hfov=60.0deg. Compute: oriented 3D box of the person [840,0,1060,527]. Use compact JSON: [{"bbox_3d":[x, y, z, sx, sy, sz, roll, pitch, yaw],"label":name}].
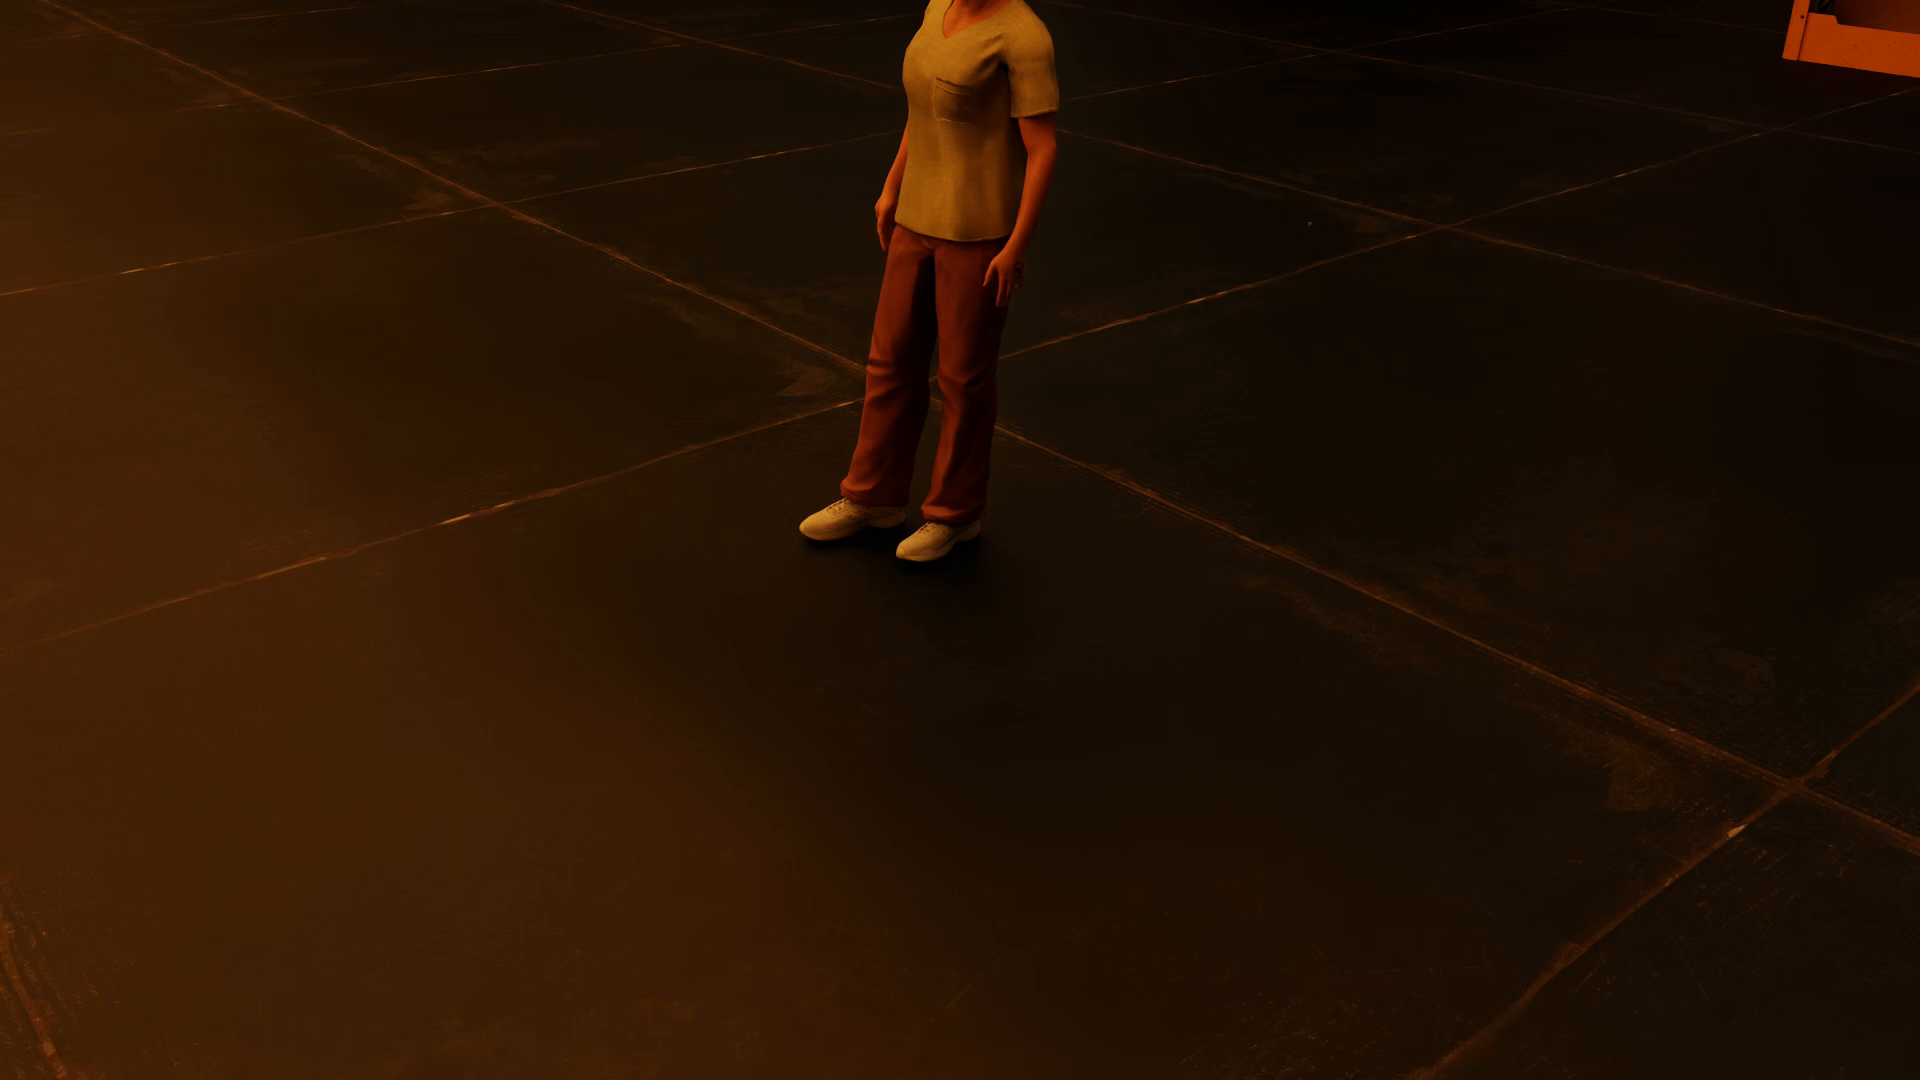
[{"bbox_3d":[-0.027,-0.670,4.155,0.396,1.363,0.519,-20,33,-35],"label":"person"}]
